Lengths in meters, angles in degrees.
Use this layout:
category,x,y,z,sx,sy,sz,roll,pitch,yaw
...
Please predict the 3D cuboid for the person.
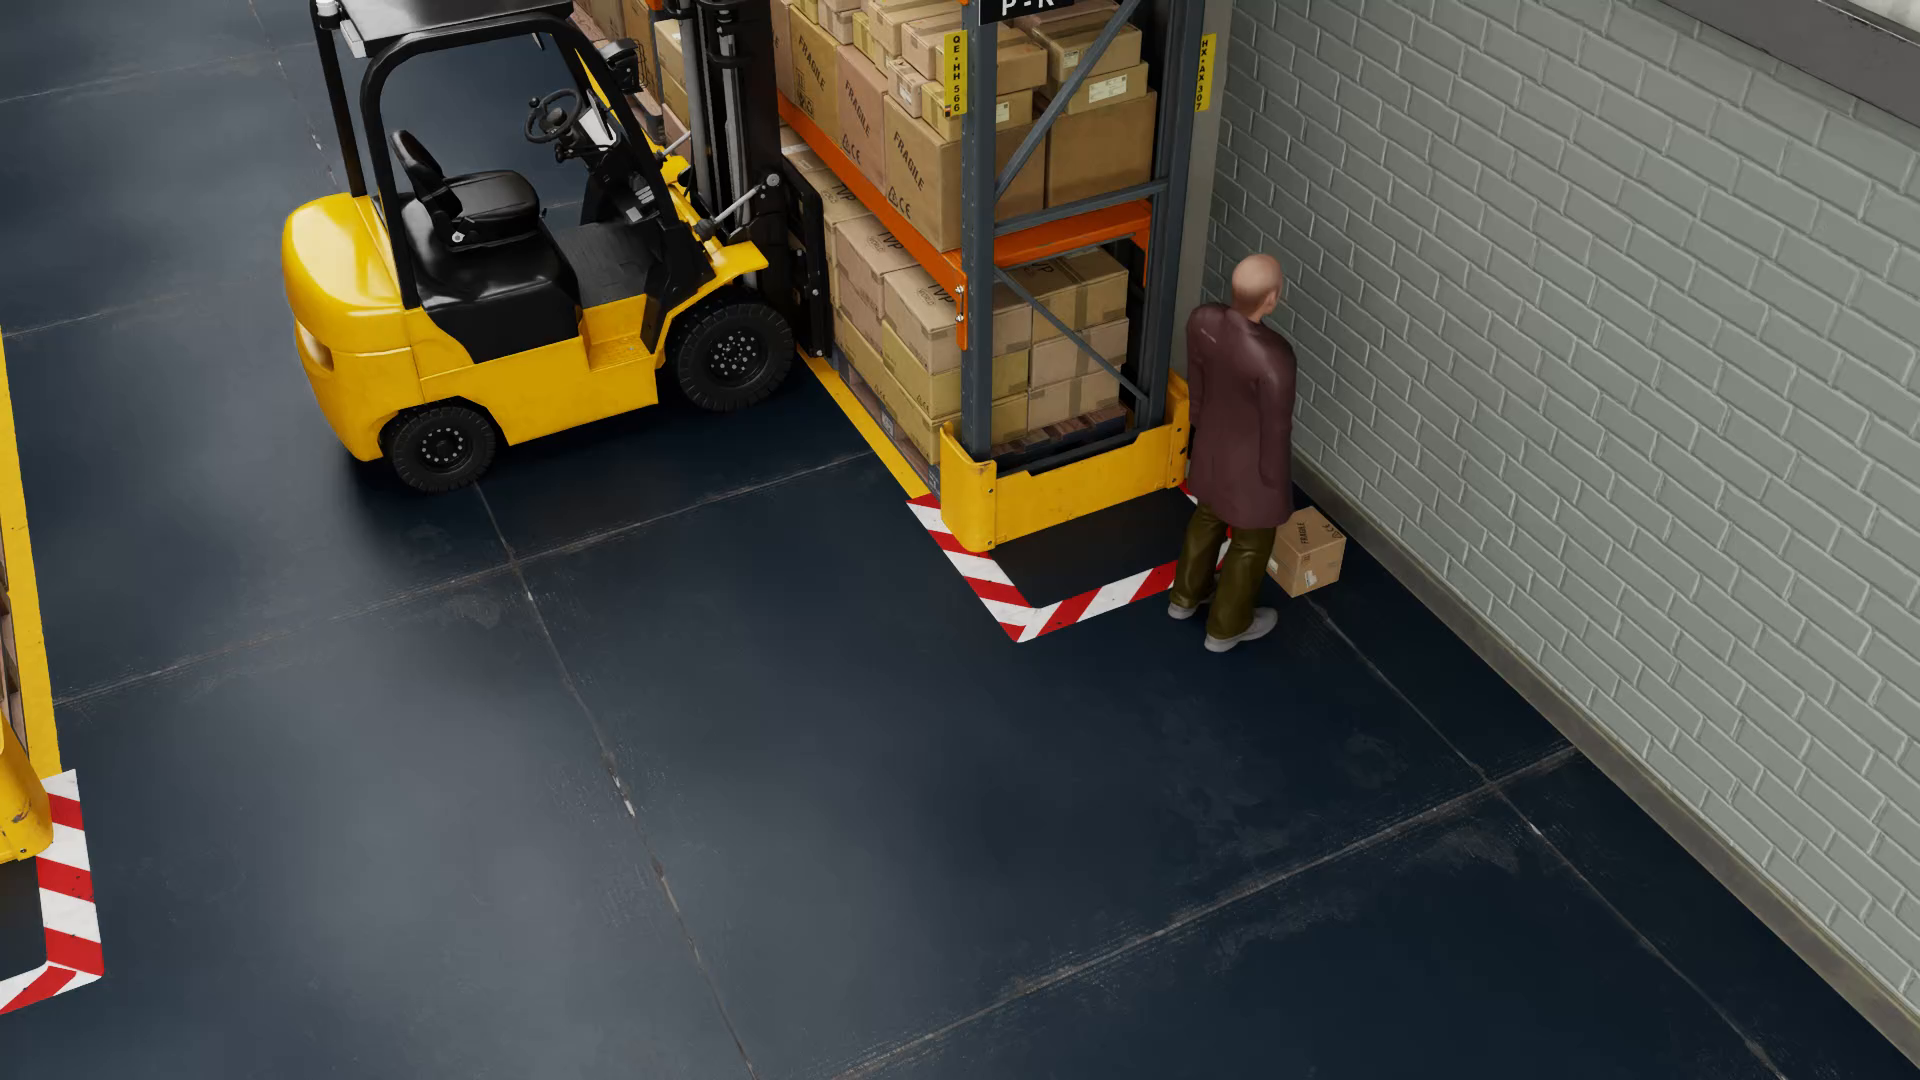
category,x,y,z,sx,sy,sz,roll,pitch,yaw
person,1.106,-0.354,6.586,0.377,1.774,0.562,-23,46,-25
